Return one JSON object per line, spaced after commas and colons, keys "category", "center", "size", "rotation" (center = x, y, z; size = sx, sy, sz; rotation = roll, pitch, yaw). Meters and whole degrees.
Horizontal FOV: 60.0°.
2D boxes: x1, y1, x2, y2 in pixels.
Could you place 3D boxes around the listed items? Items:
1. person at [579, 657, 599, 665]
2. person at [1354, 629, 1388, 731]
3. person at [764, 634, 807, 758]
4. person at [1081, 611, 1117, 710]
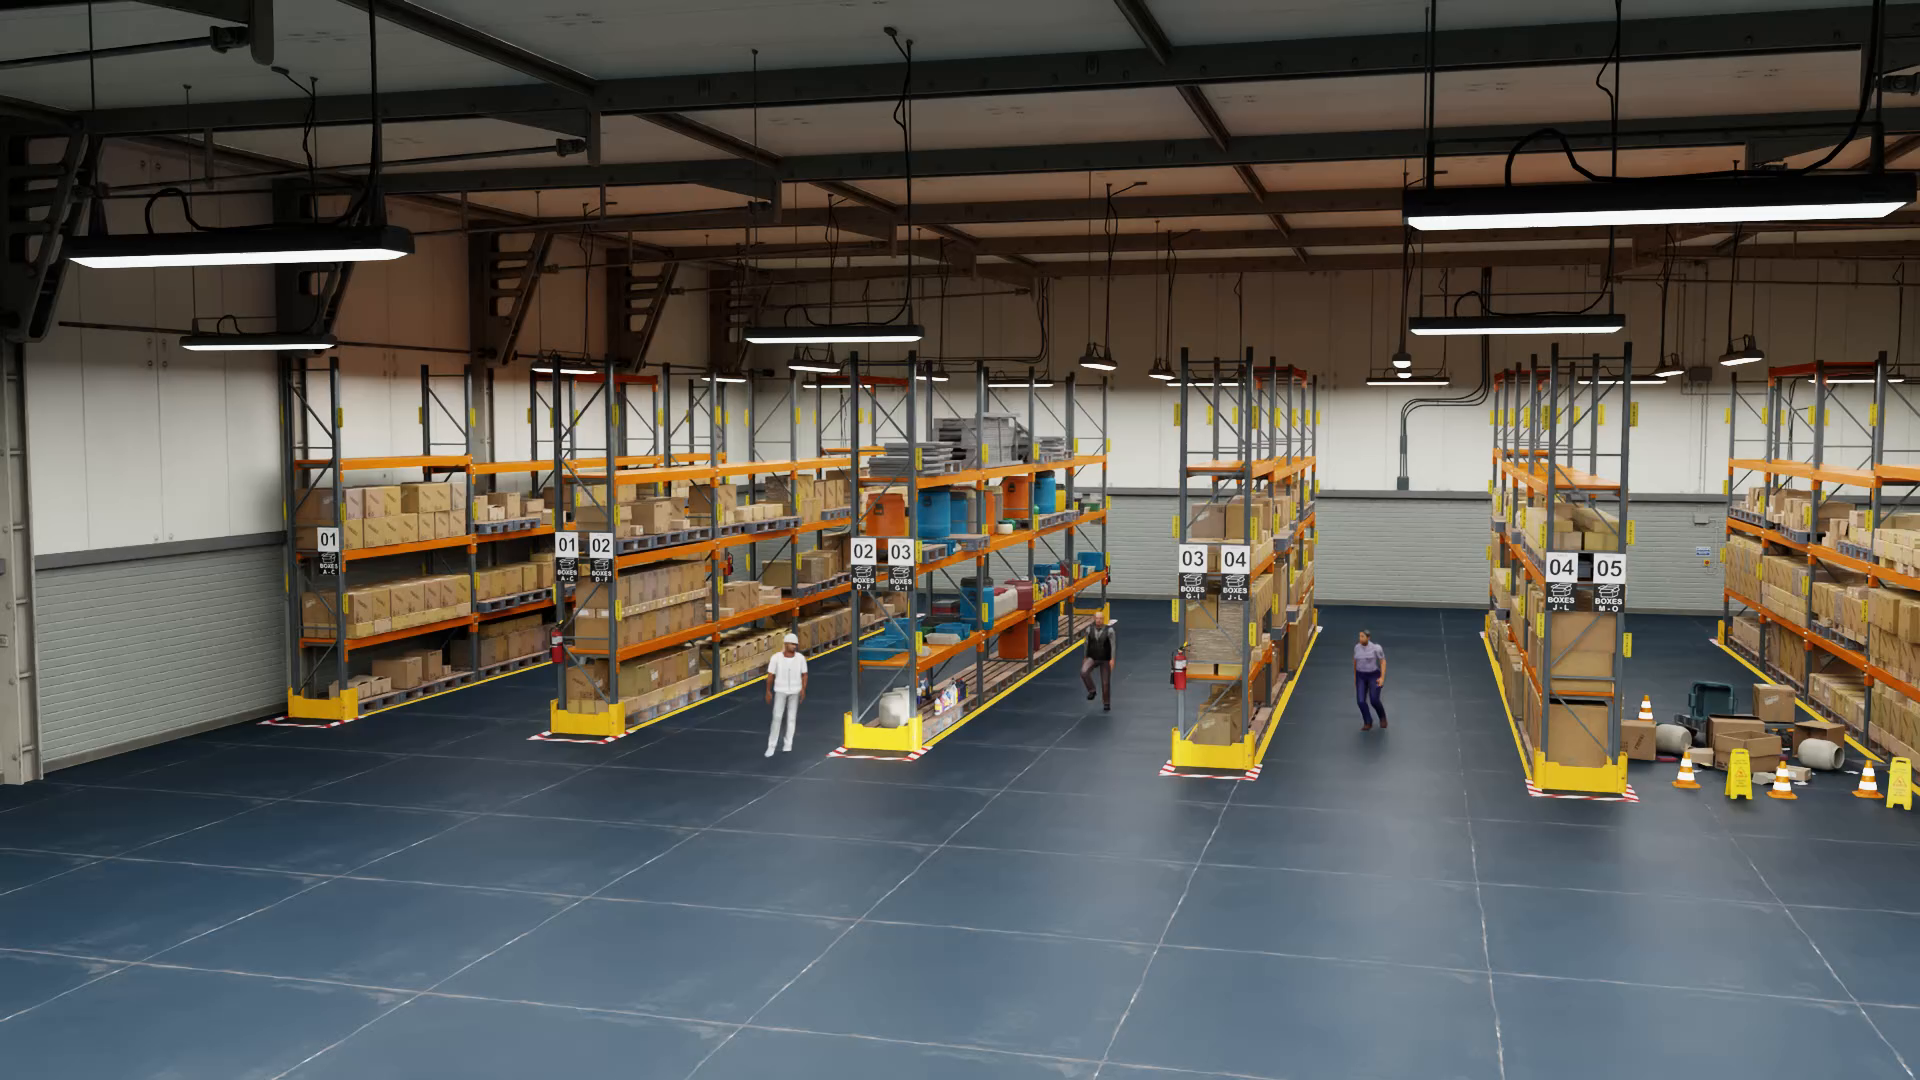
{"category": "person", "center": [-6.648, 2.023, 29.755], "size": [0.434, 1.546, 0.955], "rotation": [0, 4, 4]}
{"category": "person", "center": [6.602, 2.239, 26.779], "size": [0.553, 1.617, 0.499], "rotation": [3, 5, 37]}
{"category": "person", "center": [-2.608, 2.314, 24.803], "size": [0.702, 1.813, 0.512], "rotation": [-1, 4, -15]}
{"category": "person", "center": [2.367, 2.062, 28.210], "size": [0.589, 1.709, 0.726], "rotation": [1, 4, 17]}
